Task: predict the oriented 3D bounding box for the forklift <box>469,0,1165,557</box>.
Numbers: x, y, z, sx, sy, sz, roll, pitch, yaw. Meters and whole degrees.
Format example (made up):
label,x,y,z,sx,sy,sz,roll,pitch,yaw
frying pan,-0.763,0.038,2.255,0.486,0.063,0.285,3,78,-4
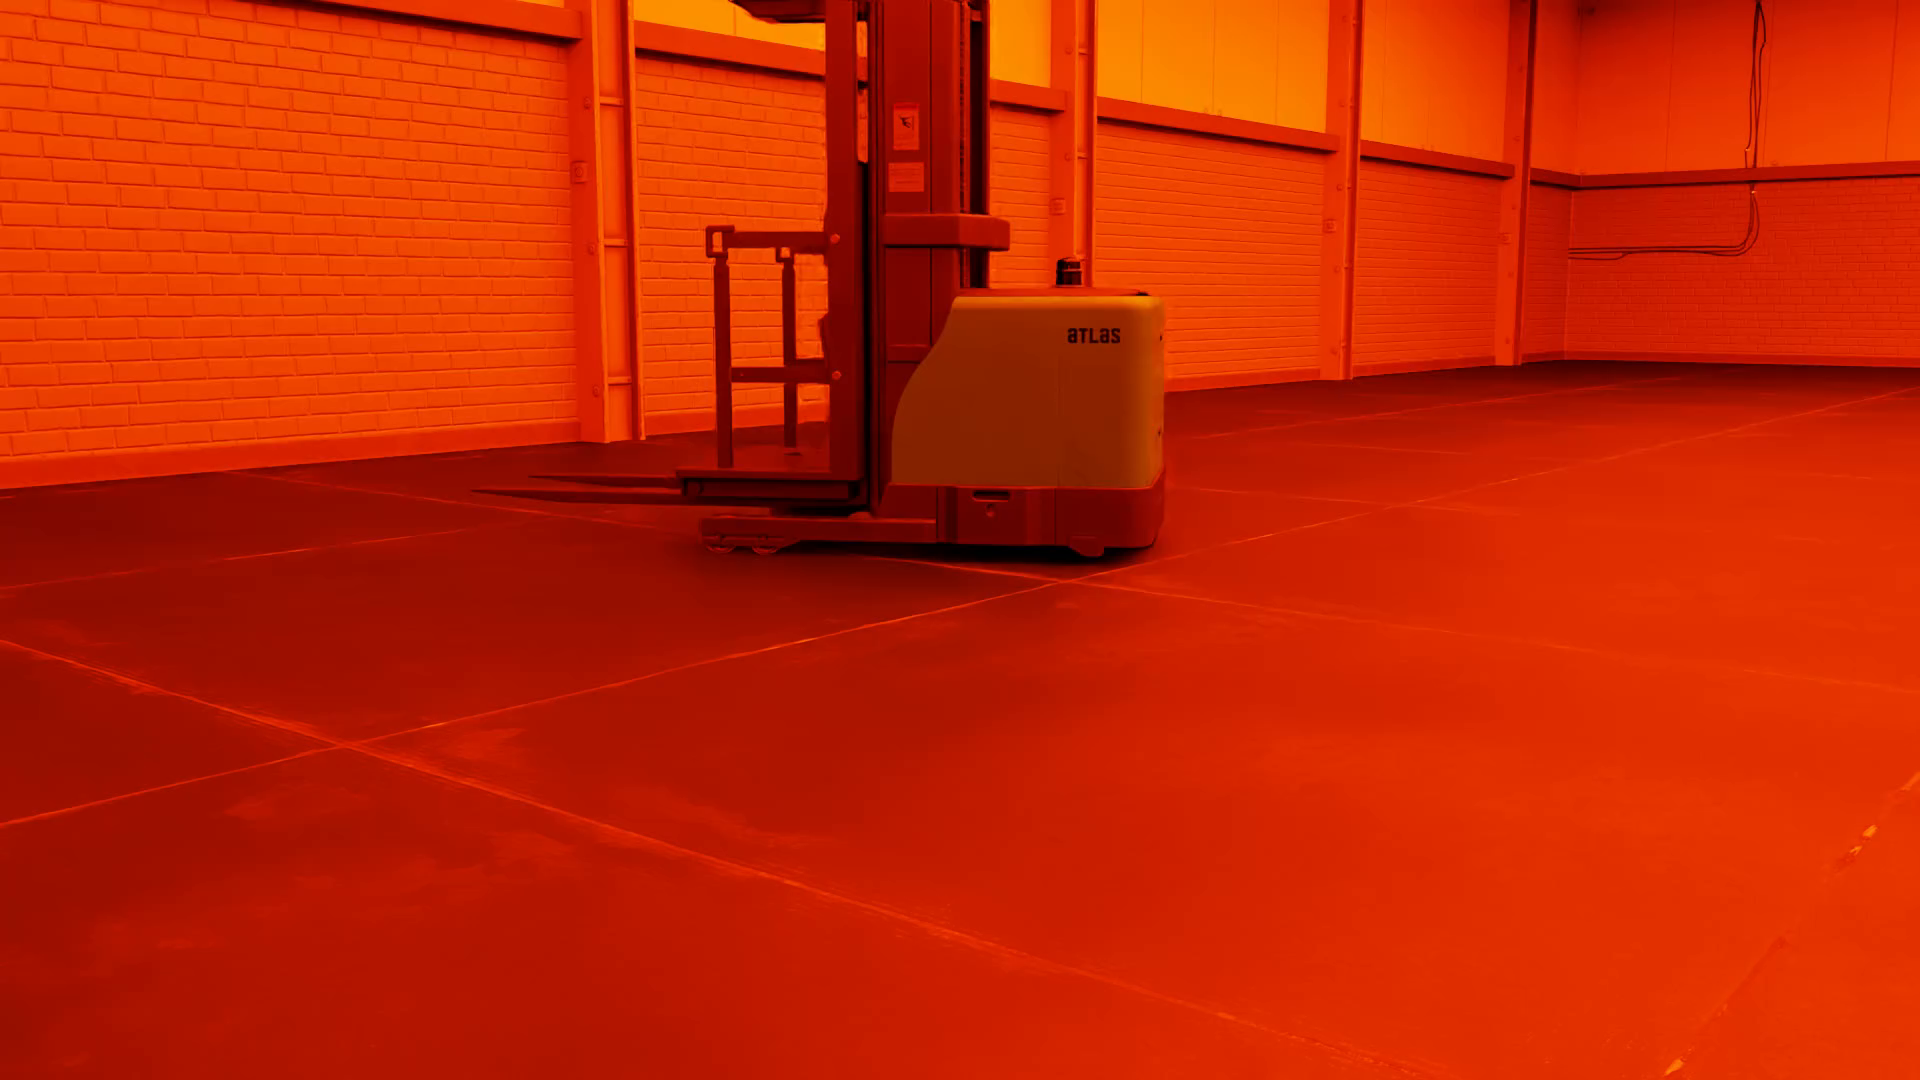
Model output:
label,x,y,z,sx,sy,sz,roll,pitch,yaw
forklift,-0.635,-1.459,7.256,3.031,2.935,1.130,2,8,10
